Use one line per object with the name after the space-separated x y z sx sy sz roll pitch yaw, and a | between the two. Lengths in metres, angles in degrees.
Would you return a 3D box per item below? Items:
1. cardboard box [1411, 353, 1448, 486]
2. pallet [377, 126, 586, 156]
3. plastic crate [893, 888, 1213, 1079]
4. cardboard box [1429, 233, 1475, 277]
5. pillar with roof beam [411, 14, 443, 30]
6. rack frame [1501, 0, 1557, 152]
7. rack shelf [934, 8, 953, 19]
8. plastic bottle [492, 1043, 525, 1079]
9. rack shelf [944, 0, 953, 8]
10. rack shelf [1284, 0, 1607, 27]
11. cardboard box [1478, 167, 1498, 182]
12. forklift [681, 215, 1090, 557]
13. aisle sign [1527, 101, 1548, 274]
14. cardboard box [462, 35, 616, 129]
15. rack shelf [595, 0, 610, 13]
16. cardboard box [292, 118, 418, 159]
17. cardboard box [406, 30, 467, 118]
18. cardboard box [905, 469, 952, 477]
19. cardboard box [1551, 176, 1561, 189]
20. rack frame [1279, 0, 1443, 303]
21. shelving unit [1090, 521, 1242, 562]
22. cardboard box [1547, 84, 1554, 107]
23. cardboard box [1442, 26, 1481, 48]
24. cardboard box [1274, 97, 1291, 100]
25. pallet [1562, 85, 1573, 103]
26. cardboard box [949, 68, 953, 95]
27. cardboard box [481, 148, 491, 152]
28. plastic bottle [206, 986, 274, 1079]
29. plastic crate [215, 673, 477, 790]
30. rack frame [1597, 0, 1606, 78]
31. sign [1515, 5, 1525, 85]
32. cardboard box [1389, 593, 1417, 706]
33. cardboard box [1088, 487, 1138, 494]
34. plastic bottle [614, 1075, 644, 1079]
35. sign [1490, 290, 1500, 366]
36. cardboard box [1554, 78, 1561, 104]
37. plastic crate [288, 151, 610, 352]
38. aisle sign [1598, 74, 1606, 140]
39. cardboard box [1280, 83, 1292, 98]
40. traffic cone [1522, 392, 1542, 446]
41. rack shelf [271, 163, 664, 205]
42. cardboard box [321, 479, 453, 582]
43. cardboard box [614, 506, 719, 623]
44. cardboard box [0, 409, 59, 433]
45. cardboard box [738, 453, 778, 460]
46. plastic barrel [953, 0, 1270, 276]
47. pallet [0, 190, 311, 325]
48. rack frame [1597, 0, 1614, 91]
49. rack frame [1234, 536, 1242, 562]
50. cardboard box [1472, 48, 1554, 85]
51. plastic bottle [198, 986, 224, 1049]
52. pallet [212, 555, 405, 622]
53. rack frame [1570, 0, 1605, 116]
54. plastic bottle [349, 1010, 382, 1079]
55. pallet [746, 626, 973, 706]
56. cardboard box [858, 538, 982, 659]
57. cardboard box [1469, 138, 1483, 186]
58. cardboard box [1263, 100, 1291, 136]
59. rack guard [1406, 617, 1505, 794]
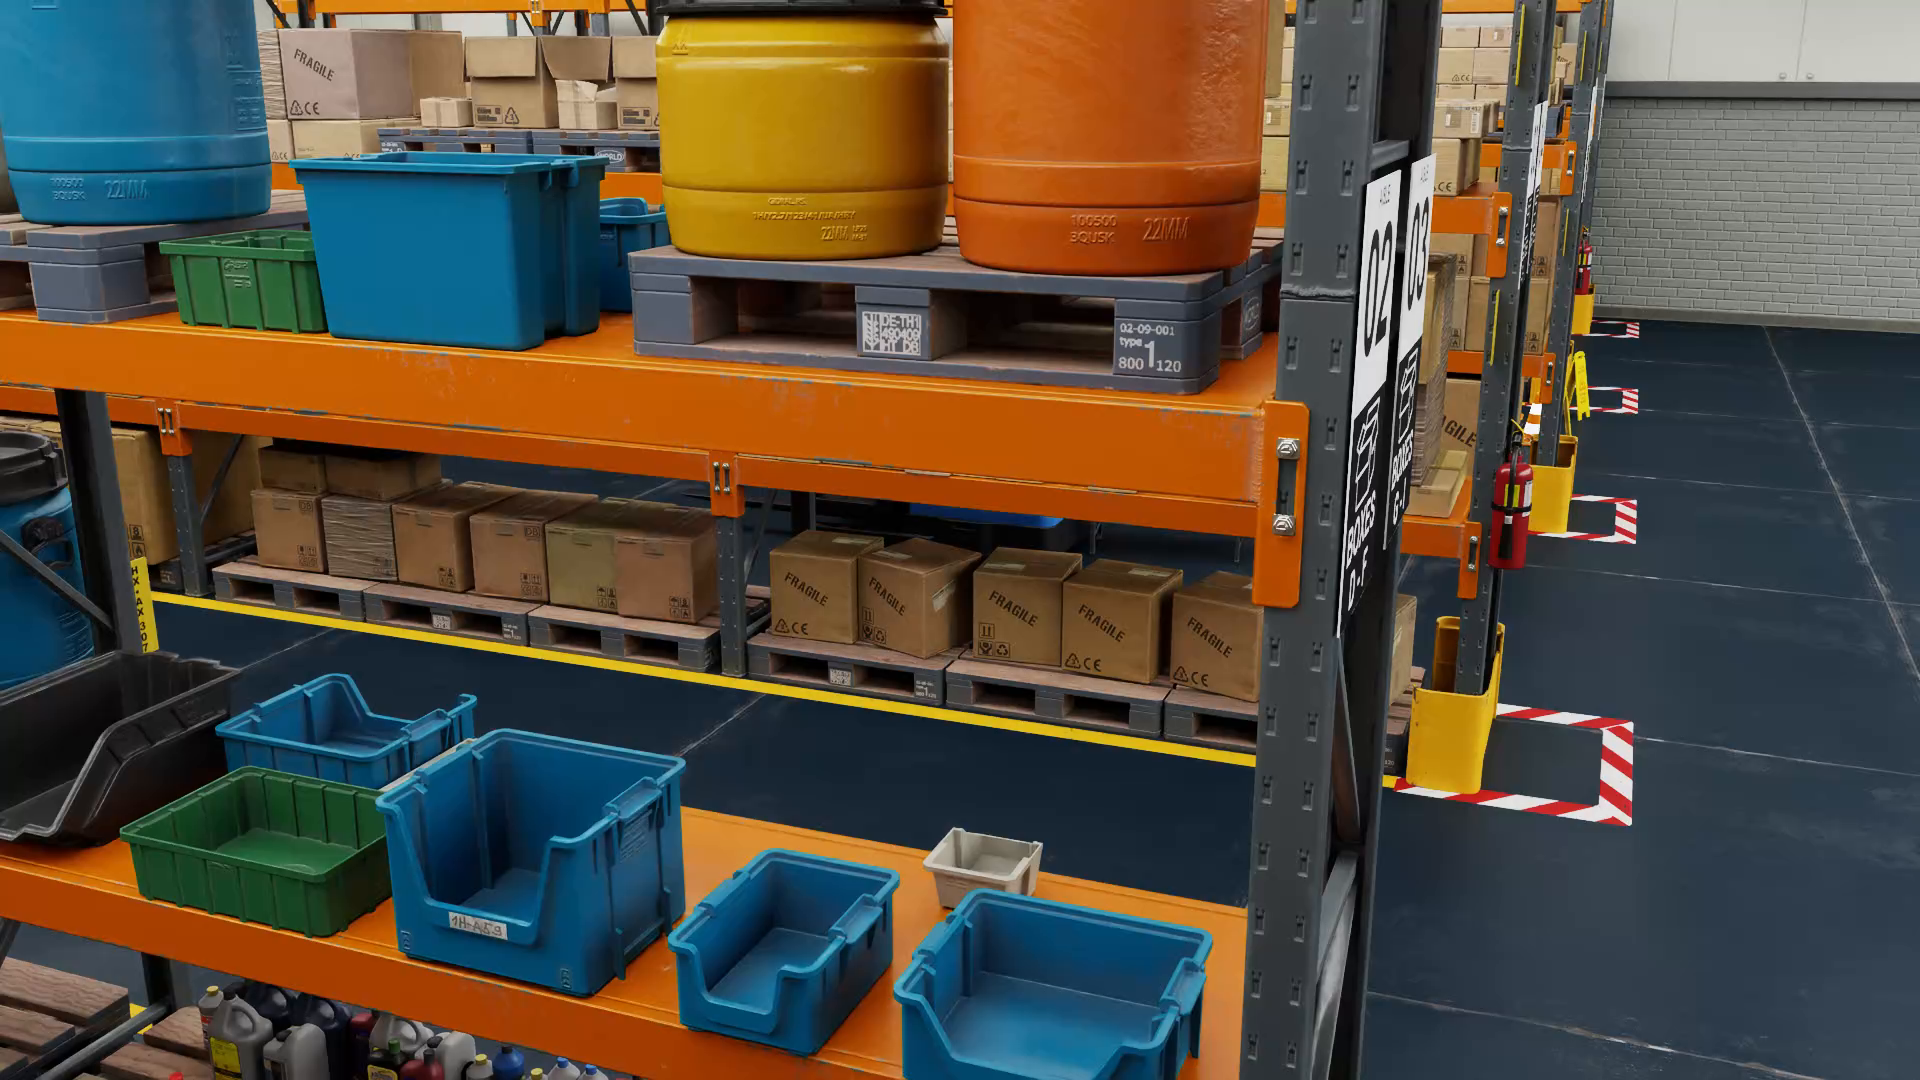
2.100 -0.631 8.253 0.500 0.500 0.875 6 17 21 | cardboard box
-2.621 -2.332 9.783 1.003 0.211 1.213 6 17 21 | pallet
0.209 1.006 3.596 0.616 0.251 0.499 6 17 21 | plastic crate
3.639 -2.324 12.591 0.550 0.550 0.875 6 17 21 | cardboard box
-10.586 -8.145 24.090 0.400 9.000 9.100 6 17 21 | pillar with roof beam
2.602 -3.258 7.254 0.127 3.000 1.000 6 17 21 | rack frame
-1.247 -7.601 24.223 4.000 0.370 1.077 6 17 21 | rack shelf
-1.388 1.675 5.129 0.097 0.271 0.097 0 16 0 | plastic bottle
0.656 -5.904 18.378 4.000 0.370 1.077 6 17 21 | rack shelf
6.195 -6.783 21.404 4.000 0.370 1.077 6 17 21 | rack shelf
5.214 -3.667 16.919 0.500 0.500 0.700 6 17 21 | cardboard box
-0.585 -1.473 11.990 3.031 2.935 1.130 6 17 21 | forklift
2.769 -1.696 7.974 0.004 0.787 0.394 6 17 21 | aisle sign
-2.397 -2.647 9.594 0.637 0.503 0.797 7 18 23 | cardboard box
-1.066 -4.610 13.920 4.000 0.370 1.077 6 17 21 | rack shelf
-3.537 -2.347 9.765 0.500 0.250 0.500 7 17 22 | cardboard box
-3.369 -2.835 10.104 0.500 0.500 0.500 7 17 22 | cardboard box
-0.106 -0.458 8.823 0.250 0.149 0.380 6 17 21 | cardboard box
7.630 -4.557 21.147 0.250 0.149 0.380 7 17 21 | cardboard box
0.784 -1.973 2.829 0.127 3.000 1.000 6 17 21 | rack frame
1.485 -0.661 11.759 1.048 1.500 0.538 3 16 11 | shelving unit
4.082 -3.168 11.845 0.250 0.149 0.380 6 17 21 | cardboard box
3.607 -3.604 11.914 0.250 0.149 0.380 7 17 22 | cardboard box
1.717 -2.117 8.258 0.250 0.149 0.380 7 18 23 | cardboard box
7.407 -5.712 21.246 1.213 0.211 1.003 6 17 21 | pallet
0.079 -3.711 13.532 0.500 0.250 0.500 6 17 21 | cardboard box
-5.935 -4.733 21.125 0.500 0.500 0.500 6 17 20 | cardboard box
-2.285 1.588 5.285 0.185 0.351 0.144 6 17 21 | plastic bottle
-1.808 0.613 4.949 0.616 0.251 0.499 6 17 21 | plastic crate
6.238 -5.828 16.107 0.127 3.000 1.000 6 17 21 | rack frame
2.379 -2.100 7.060 0.005 0.325 0.100 6 17 21 | sign
2.027 0.554 8.616 0.500 0.500 0.500 10 19 31 | cardboard box
0.827 -0.358 8.476 0.250 0.149 0.380 6 17 21 | cardboard box
-0.992 1.707 4.996 0.133 0.283 0.061 7 17 22 | plastic bottle
2.379 -0.943 7.396 0.005 0.325 0.100 6 17 21 | sign
5.663 -4.441 16.445 0.500 0.250 0.500 6 17 20 | cardboard box
-1.100 -0.642 3.653 0.575 0.384 0.392 6 17 21 | plastic crate
8.009 -5.400 20.732 0.004 0.787 0.394 6 17 21 | aisle sign
2.423 -3.350 12.472 0.250 0.149 0.380 7 17 21 | cardboard box
5.273 -1.115 15.185 0.334 0.463 0.336 6 17 21 | traffic cone
-2.980 -2.085 9.887 4.000 0.370 1.077 6 17 21 | rack shelf
-3.689 -0.089 10.794 0.500 0.500 0.700 5 17 16 | cardboard box
-1.683 0.135 10.023 0.500 0.500 0.700 5 17 16 | cardboard box
-6.301 -0.545 11.730 0.875 0.875 1.225 6 17 21 | cardboard box
-1.030 -0.565 9.191 0.250 0.149 0.380 6 17 21 | cardboard box
0.286 -0.957 3.187 0.708 0.830 0.600 6 17 21 | plastic barrel
-2.230 -0.803 4.516 1.003 0.211 1.213 6 17 21 | pallet
8.056 -7.116 20.543 0.127 3.000 1.000 6 17 21 | rack frame
1.984 -0.633 11.663 0.032 1.500 0.500 3 16 11 | rack frame
3.958 -3.391 11.898 0.500 0.250 0.500 7 17 21 | cardboard box
-2.485 1.588 5.555 0.097 0.201 0.097 0 16 0 | plastic bottle
-4.114 0.225 11.022 1.213 0.211 1.003 6 17 21 | pallet
4.515 -4.534 11.650 0.127 3.000 1.000 6 17 21 | rack frame
-1.887 1.609 5.335 0.133 0.283 0.061 8 18 24 | plastic bottle
-0.482 0.613 9.684 1.213 0.211 1.003 6 17 21 | pallet
-0.226 0.321 9.418 0.500 0.500 0.500 13 21 38 | cardboard box
2.248 -1.861 8.094 0.500 0.250 0.500 7 18 22 | cardboard box
1.493 -1.960 7.719 0.250 0.149 0.380 6 17 21 | cardboard box
2.531 0.816 8.466 0.348 0.500 1.175 6 17 21 | rack guard
